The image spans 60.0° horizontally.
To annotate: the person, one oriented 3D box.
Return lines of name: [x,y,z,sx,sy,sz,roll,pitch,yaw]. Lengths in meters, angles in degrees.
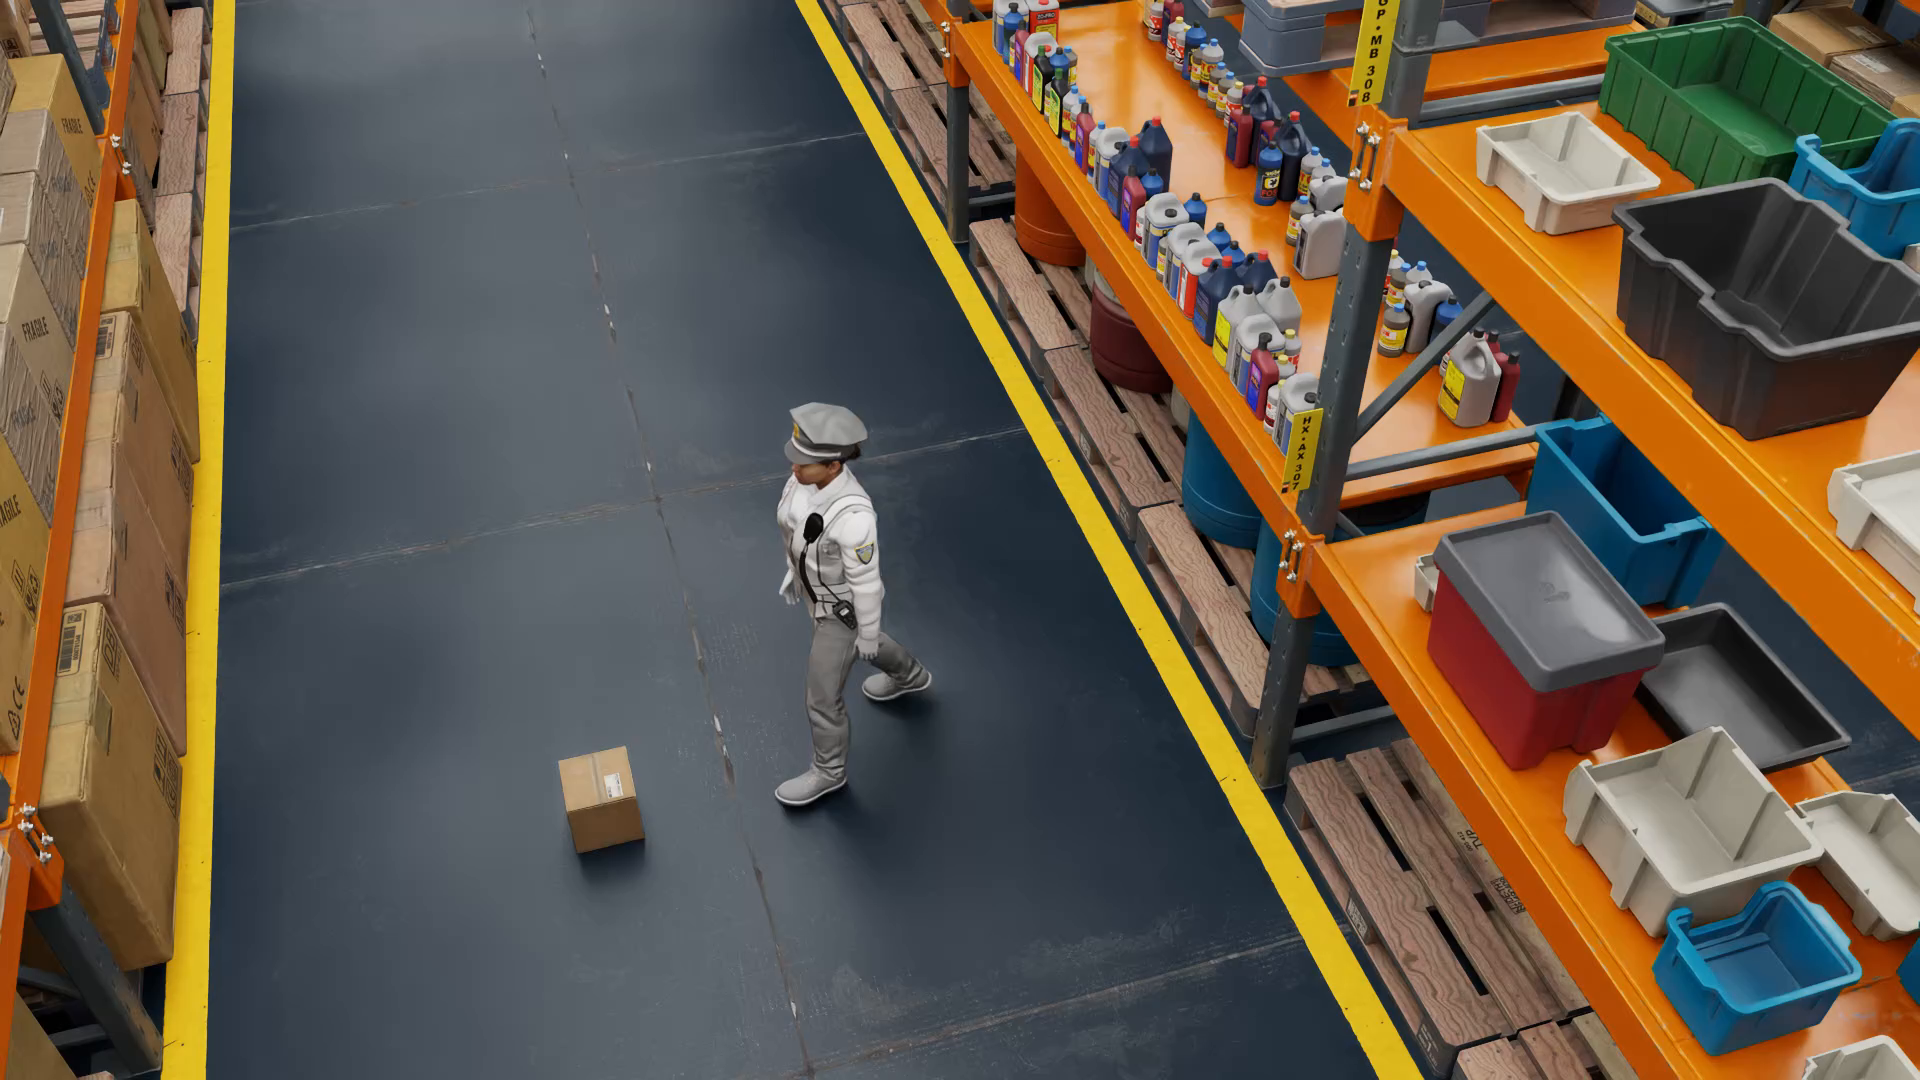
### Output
person: [-0.410,0.188,5.941,0.762,1.665,0.501,-17,45,-18]
